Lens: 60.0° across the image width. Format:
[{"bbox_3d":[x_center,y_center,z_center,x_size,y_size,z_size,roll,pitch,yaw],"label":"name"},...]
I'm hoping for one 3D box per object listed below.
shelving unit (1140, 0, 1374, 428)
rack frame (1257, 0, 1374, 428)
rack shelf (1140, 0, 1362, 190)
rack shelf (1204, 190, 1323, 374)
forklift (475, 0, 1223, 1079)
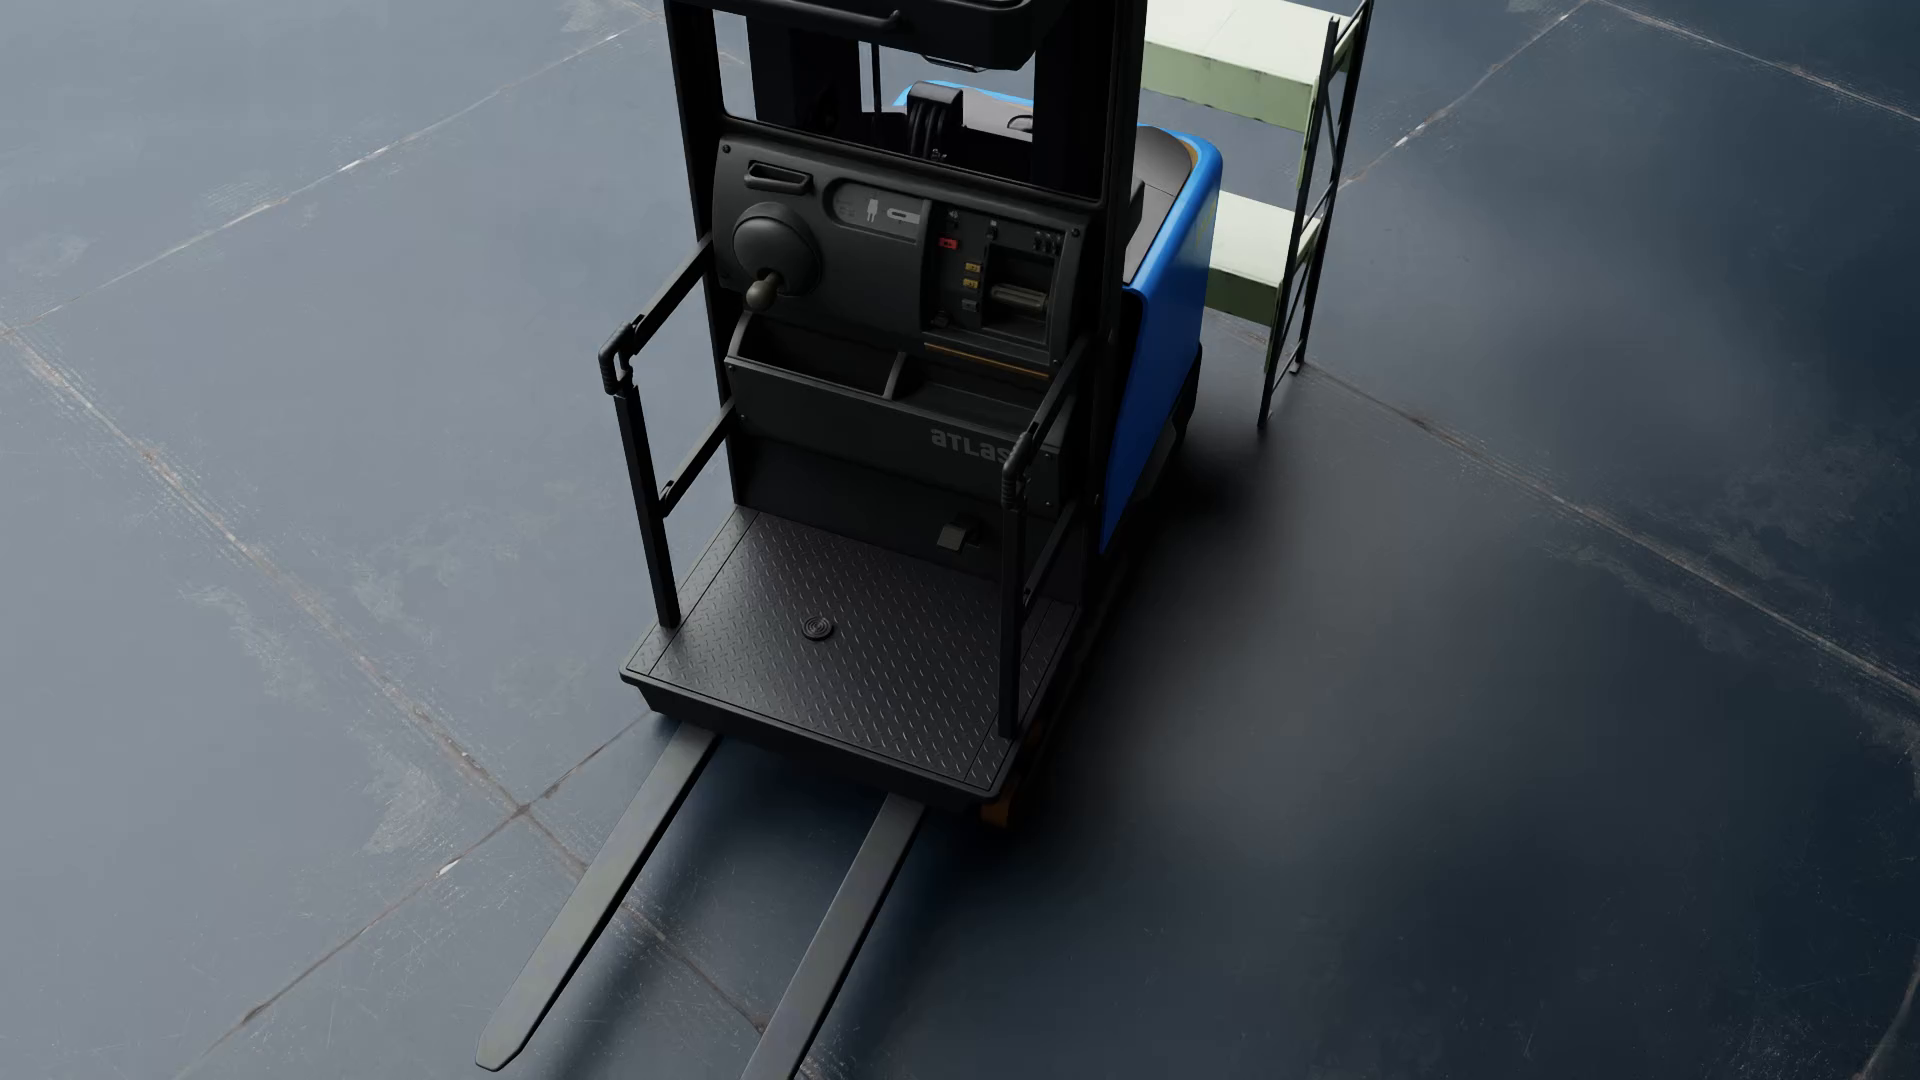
[{"bbox_3d":[0.782,-1.148,5.299,0.755,1.500,0.431,21,50,19],"label":"shelving unit"},{"bbox_3d":[1.105,-1.023,5.181,0.023,1.500,0.400,21,50,19],"label":"rack frame"},{"bbox_3d":[0.782,-1.415,5.014,0.720,0.370,0.431,21,50,19],"label":"rack shelf"},{"bbox_3d":[0.782,-0.925,5.537,0.720,0.370,0.431,21,50,19],"label":"rack shelf"},{"bbox_3d":[-0.236,-0.581,3.785,1.130,2.935,3.031,17,49,15],"label":"forklift"}]
